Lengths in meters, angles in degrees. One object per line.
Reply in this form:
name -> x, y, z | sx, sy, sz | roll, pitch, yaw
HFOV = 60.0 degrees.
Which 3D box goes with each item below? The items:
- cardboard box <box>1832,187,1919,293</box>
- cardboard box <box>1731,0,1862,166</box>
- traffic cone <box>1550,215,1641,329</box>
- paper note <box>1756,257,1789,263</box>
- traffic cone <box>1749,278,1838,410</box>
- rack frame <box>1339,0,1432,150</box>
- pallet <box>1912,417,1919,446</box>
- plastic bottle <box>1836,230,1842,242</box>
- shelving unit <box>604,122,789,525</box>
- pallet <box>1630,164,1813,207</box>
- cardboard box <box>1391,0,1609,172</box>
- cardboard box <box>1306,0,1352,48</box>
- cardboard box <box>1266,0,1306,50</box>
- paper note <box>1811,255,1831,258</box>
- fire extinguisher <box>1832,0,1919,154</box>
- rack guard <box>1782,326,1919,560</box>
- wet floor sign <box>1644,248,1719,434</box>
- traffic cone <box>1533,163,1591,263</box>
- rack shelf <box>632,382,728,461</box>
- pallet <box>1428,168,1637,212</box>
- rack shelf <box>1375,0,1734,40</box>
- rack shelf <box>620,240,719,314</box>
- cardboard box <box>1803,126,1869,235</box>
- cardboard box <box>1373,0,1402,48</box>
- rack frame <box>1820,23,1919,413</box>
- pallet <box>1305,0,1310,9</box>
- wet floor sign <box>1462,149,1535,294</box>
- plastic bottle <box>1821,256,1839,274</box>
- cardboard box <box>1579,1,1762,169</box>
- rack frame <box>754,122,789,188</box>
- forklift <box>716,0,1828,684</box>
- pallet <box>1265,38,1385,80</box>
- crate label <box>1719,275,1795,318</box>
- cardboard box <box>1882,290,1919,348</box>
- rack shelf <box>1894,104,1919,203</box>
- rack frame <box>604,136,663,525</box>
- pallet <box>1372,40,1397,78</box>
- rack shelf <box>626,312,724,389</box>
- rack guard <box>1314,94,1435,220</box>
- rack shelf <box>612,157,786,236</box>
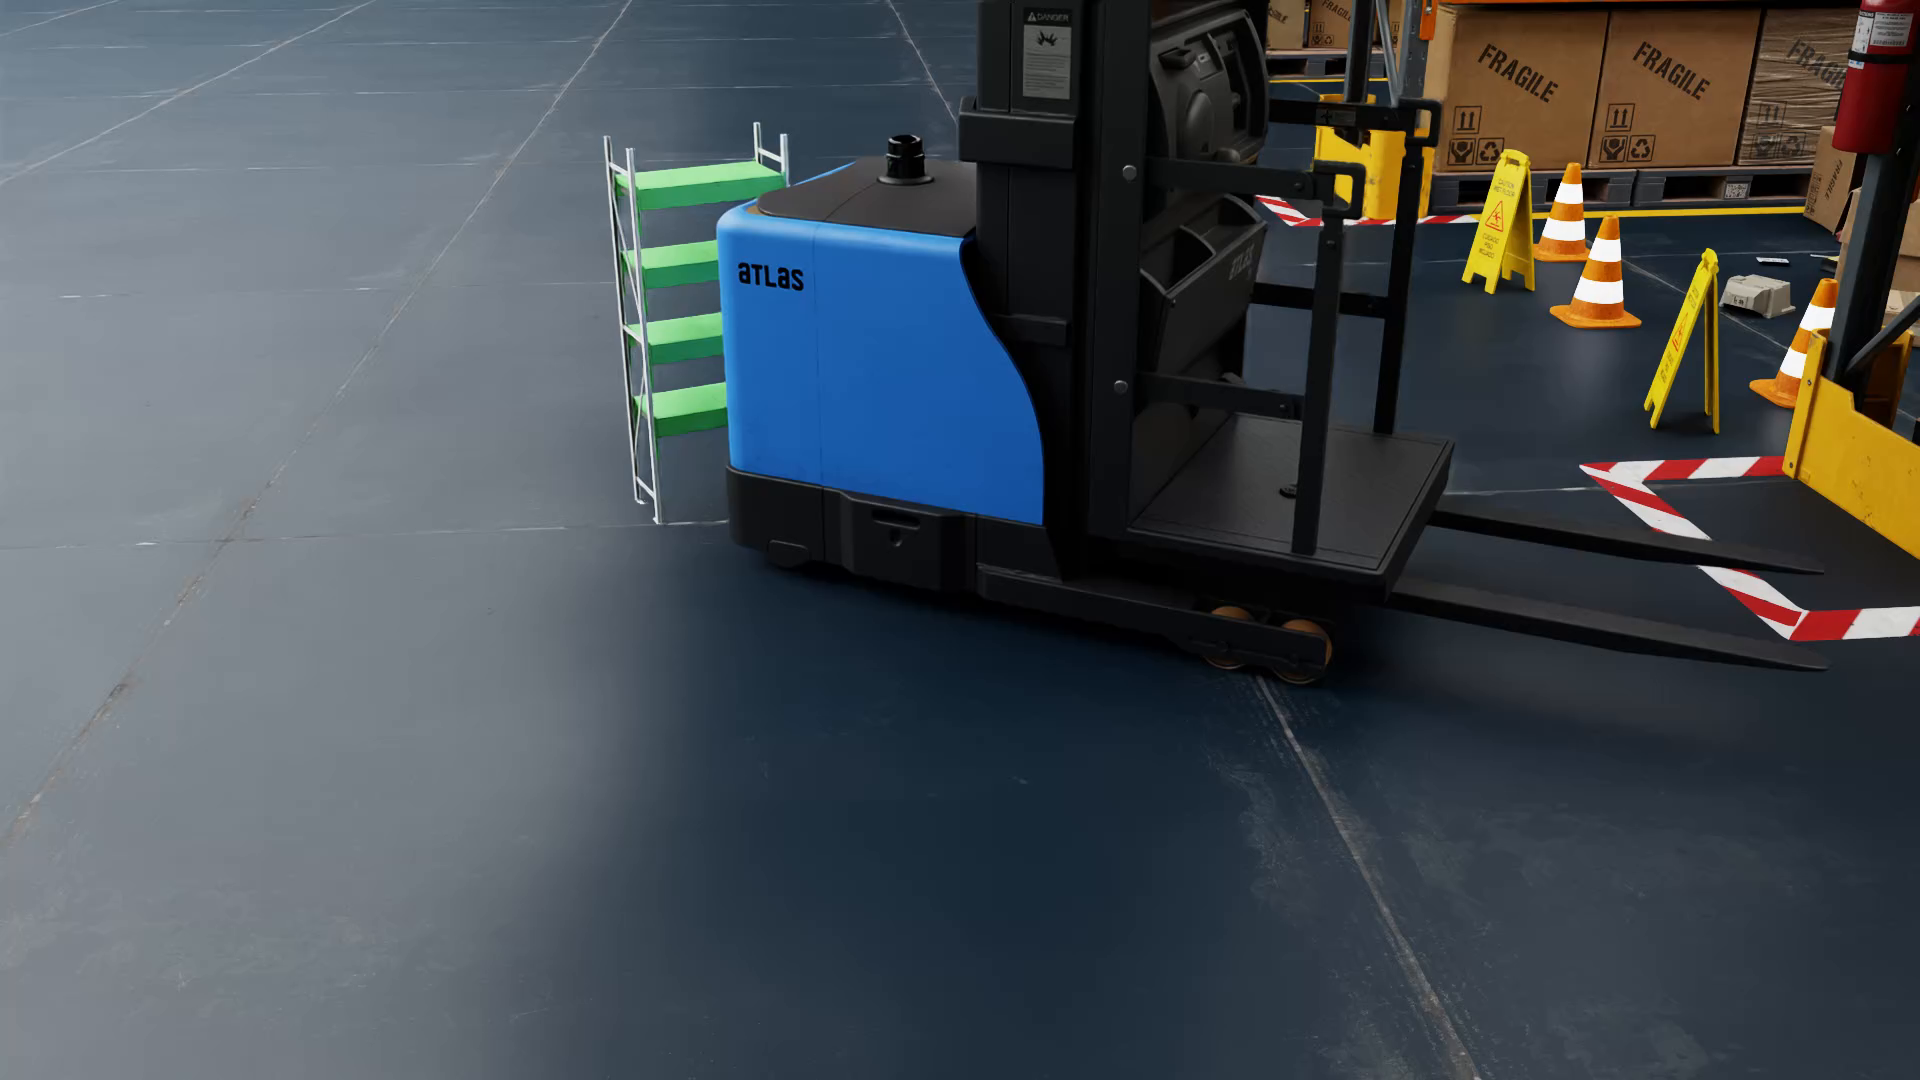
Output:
cardboard box -> 4.510, -1.351, 7.671 | 0.797, 0.503, 0.637 | 22, 32, 40
cardboard box -> 4.875, -2.742, 9.824 | 0.875, 0.875, 0.875 | -2, 24, -5
traffic cone -> 2.864, -1.213, 7.410 | 0.334, 0.463, 0.336 | -2, 24, -5
paper note -> 4.110, -1.413, 8.393 | 0.142, 0.017, 0.144 | 6, 25, 13
traffic cone -> 3.312, -0.778, 6.431 | 0.334, 0.463, 0.336 | -2, 24, -5
rack frame -> 2.424, -3.395, 9.196 | 0.127, 3.000, 1.000 | -2, 24, -5
pallet -> 3.898, -0.146, 5.318 | 1.213, 0.211, 1.003 | -2, 24, -5
plastic bottle -> 4.752, -1.565, 8.696 | 0.133, 0.061, 0.283 | -11, 26, -23
shelving unit -> -0.806, -0.687, 5.317 | 0.503, 1.200, 0.258 | -12, 27, -26
pallet -> 4.423, -2.232, 10.012 | 1.213, 0.211, 1.003 | -2, 24, -5
cardboard box -> 3.092, -2.670, 9.663 | 0.875, 0.875, 0.875 | -2, 24, -5
cardboard box -> 3.251, -4.510, 14.264 | 0.500, 0.500, 0.500 | 4, 24, 9
cardboard box -> 2.660, -4.472, 14.179 | 0.500, 0.500, 0.500 | 2, 24, 5
paper note -> 4.415, -1.448, 8.495 | 0.123, 0.001, 0.032 | 10, 26, 22
fire extinguisher -> 2.852, -1.545, 5.128 | 0.183, 0.674, 0.296 | -2, 24, -5
rack guard -> 3.086, -0.260, 5.218 | 0.348, 0.500, 1.175 | -2, 24, -5
wet floor sign -> 2.717, -0.748, 6.138 | 0.232, 0.644, 0.267 | 6, 25, 13
traffic cone -> 3.092, -1.683, 8.468 | 0.334, 0.463, 0.336 | -2, 24, -5
rack shelf -> -0.806, -0.409, 5.441 | 0.480, 0.148, 0.258 | -12, 27, -26
pallet -> 3.212, -2.185, 9.905 | 1.213, 0.211, 1.003 | -2, 24, -5
rack shelf -> 4.414, -3.147, 9.522 | 4.000, 0.370, 1.077 | -2, 24, -5
rack shelf -> -0.806, -0.847, 5.246 | 0.480, 0.148, 0.258 | -12, 27, -26
cardboard box -> 4.960, -1.937, 8.990 | 0.500, 0.500, 0.500 | 2, 24, 4
cardboard box -> 3.876, -4.527, 14.303 | 0.500, 0.500, 0.500 | 0, 24, 0
rack frame -> 3.011, -1.399, 4.704 | 0.127, 3.000, 1.000 | -2, 24, -5
pallet -> 3.641, -6.232, 19.011 | 1.213, 0.211, 1.003 | -2, 24, -5
wet floor sign -> 2.589, -1.518, 7.871 | 0.232, 0.644, 0.267 | -6, 25, -14
plastic bottle -> 4.432, -1.373, 8.265 | 0.283, 0.061, 0.133 | -11, 26, -23
cardboard box -> 3.967, -2.706, 9.744 | 0.875, 0.875, 0.875 | -3, 24, -6
rack frame -> -0.591, -0.733, 5.423 | 0.015, 1.200, 0.240 | -12, 27, -26
forklift -> 0.853, -1.205, 4.351 | 3.031, 2.935, 1.130 | 11, 26, 23
pallet -> 2.924, -4.151, 14.330 | 1.213, 0.211, 1.003 | -2, 24, -5
crate label -> 3.641, -1.121, 7.603 | 0.298, 0.136, 0.250 | -16, 29, -32
cardboard box -> 4.116, -0.965, 7.237 | 0.250, 0.149, 0.380 | 10, 26, 22
rack shelf -> 5.001, -1.150, 5.030 | 4.000, 0.370, 1.077 | -2, 24, -5
rack frame -> -1.022, -0.640, 5.212 | 0.015, 1.200, 0.240 | -12, 27, -26
pallet -> 4.136, -4.199, 14.436 | 1.213, 0.211, 1.003 | -2, 24, -5
rack shelf -> -0.806, -0.628, 5.343 | 0.480, 0.148, 0.258 | -12, 27, -26
rack guard -> 2.400, -2.252, 9.702 | 0.348, 0.500, 1.175 | -2, 24, -5
rack shelf -> -0.806, -1.067, 5.148 | 0.480, 0.148, 0.258 | -12, 27, -26
